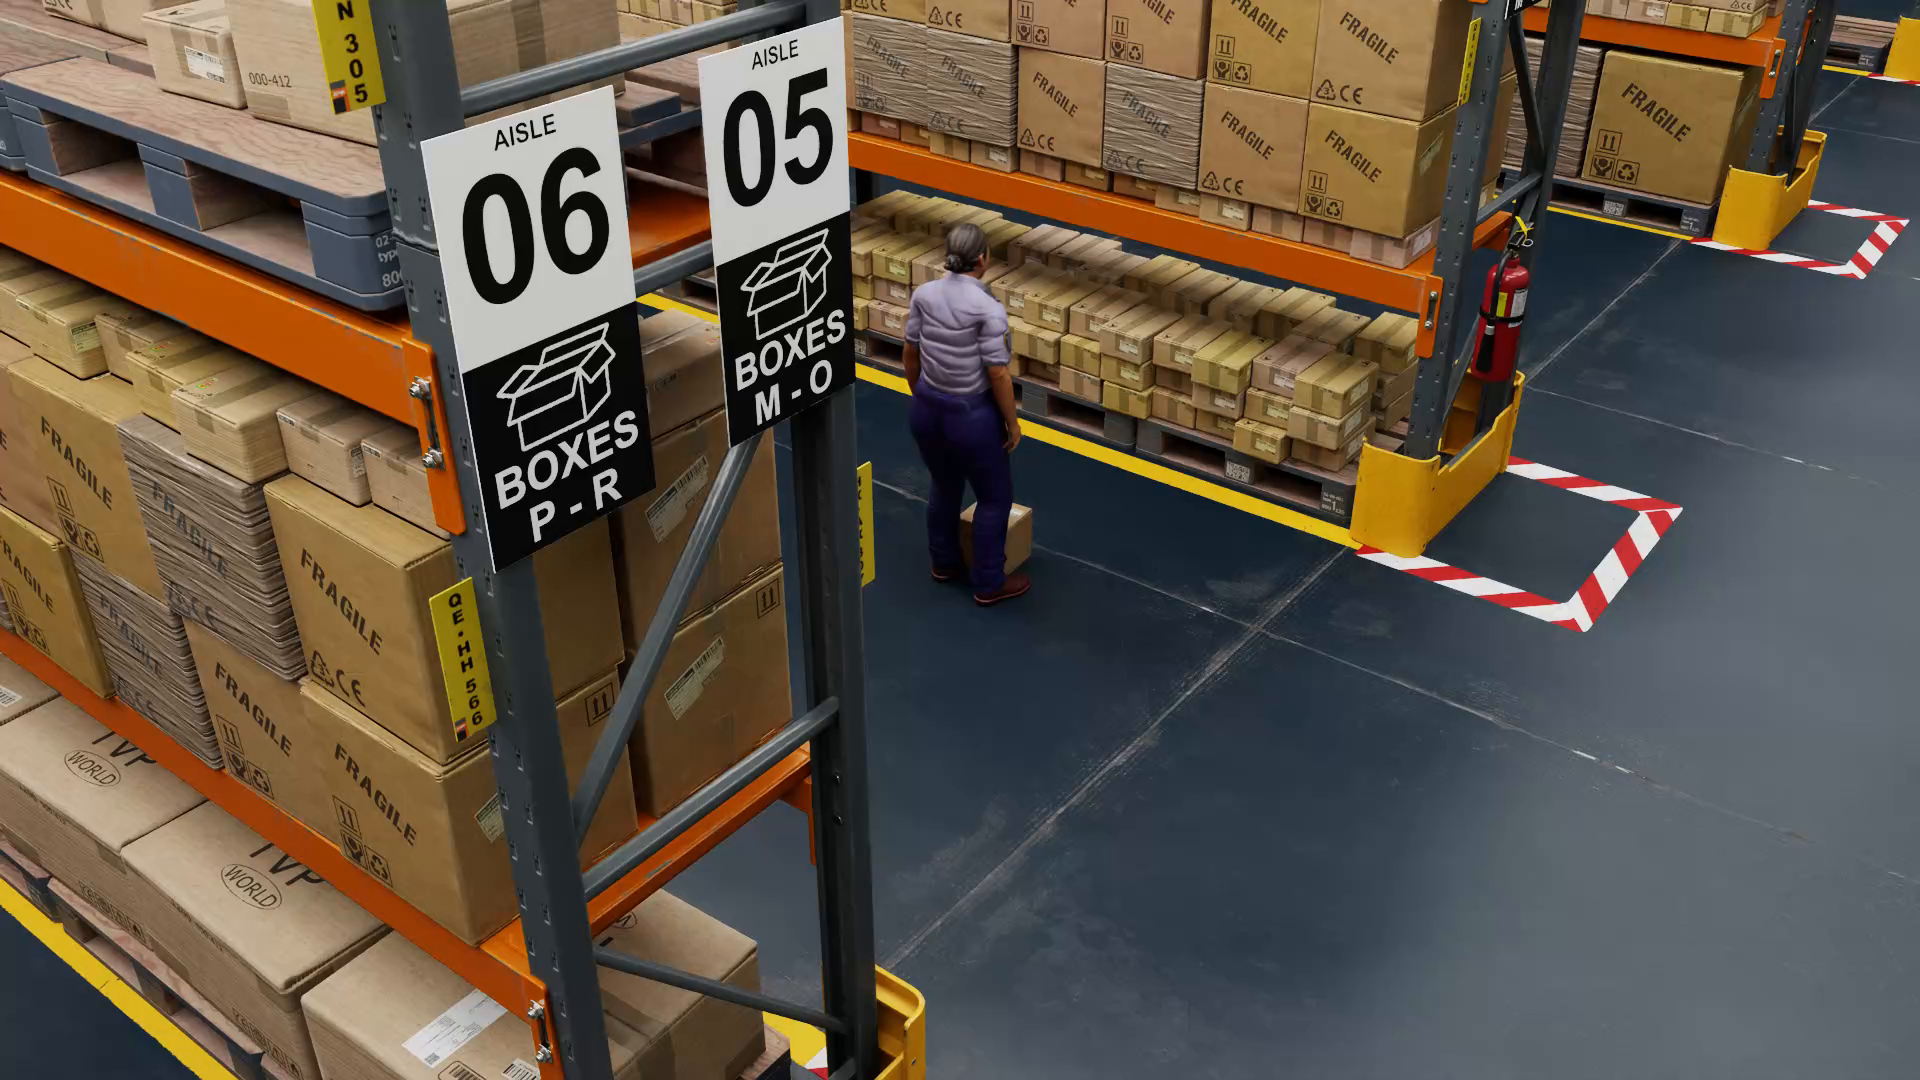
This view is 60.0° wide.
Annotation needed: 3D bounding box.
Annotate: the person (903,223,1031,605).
[{"bbox_3d":[0.027,-0.526,7.014,0.556,1.652,0.416,20,37,30],"label":"person"}]
